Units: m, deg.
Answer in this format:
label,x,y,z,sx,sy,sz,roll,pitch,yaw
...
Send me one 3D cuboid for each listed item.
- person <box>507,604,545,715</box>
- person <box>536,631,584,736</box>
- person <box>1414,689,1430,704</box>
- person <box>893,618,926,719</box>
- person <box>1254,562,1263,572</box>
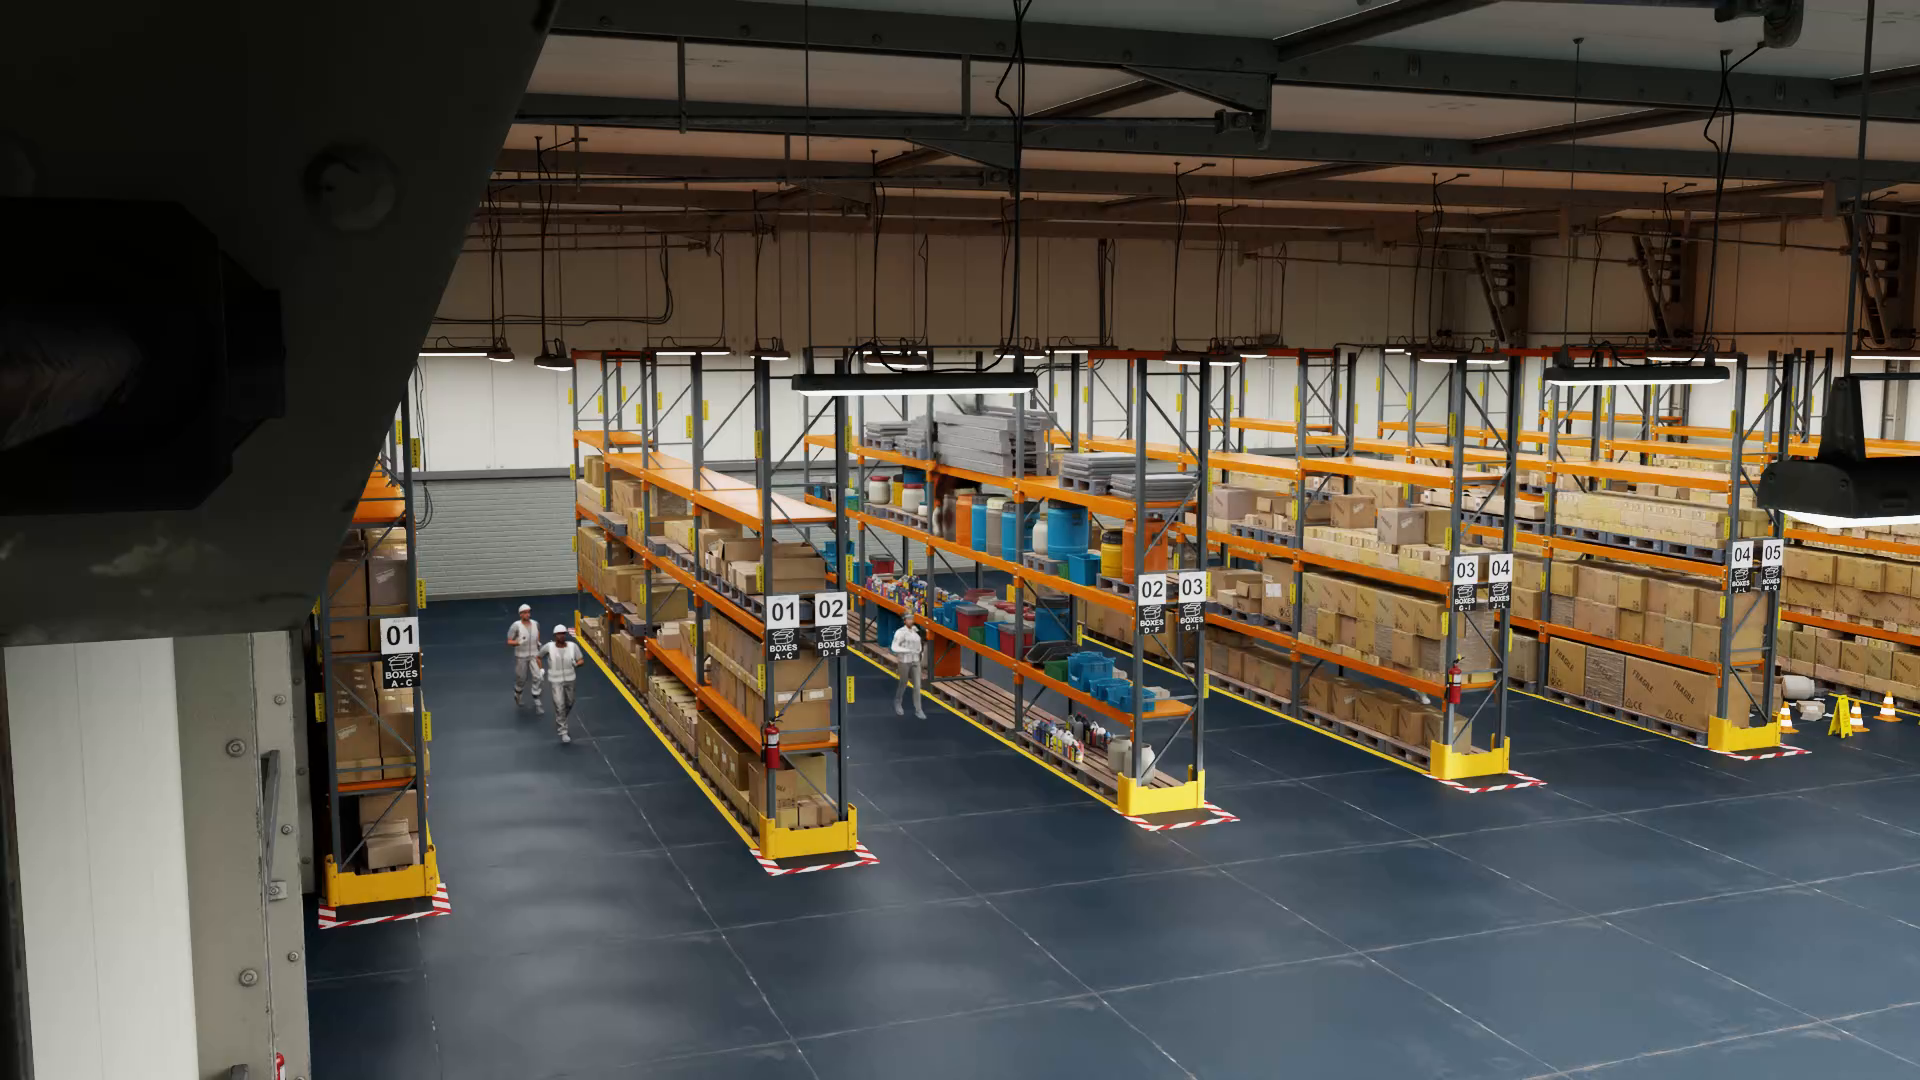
label,x,y,z,sx,sy,sz,roll,pitch,yaw
person,-7.235,1.967,27.756,0.614,1.806,0.915,-5,9,-34
person,-6.237,2.180,26.003,0.686,1.669,0.820,-4,8,-28
person,7.960,1.915,28.671,0.751,1.738,0.666,-3,8,-24
person,-0.786,1.967,26.099,0.347,1.681,0.876,-4,8,-29
person,7.431,0.373,41.164,0.571,1.760,0.685,5,9,37
